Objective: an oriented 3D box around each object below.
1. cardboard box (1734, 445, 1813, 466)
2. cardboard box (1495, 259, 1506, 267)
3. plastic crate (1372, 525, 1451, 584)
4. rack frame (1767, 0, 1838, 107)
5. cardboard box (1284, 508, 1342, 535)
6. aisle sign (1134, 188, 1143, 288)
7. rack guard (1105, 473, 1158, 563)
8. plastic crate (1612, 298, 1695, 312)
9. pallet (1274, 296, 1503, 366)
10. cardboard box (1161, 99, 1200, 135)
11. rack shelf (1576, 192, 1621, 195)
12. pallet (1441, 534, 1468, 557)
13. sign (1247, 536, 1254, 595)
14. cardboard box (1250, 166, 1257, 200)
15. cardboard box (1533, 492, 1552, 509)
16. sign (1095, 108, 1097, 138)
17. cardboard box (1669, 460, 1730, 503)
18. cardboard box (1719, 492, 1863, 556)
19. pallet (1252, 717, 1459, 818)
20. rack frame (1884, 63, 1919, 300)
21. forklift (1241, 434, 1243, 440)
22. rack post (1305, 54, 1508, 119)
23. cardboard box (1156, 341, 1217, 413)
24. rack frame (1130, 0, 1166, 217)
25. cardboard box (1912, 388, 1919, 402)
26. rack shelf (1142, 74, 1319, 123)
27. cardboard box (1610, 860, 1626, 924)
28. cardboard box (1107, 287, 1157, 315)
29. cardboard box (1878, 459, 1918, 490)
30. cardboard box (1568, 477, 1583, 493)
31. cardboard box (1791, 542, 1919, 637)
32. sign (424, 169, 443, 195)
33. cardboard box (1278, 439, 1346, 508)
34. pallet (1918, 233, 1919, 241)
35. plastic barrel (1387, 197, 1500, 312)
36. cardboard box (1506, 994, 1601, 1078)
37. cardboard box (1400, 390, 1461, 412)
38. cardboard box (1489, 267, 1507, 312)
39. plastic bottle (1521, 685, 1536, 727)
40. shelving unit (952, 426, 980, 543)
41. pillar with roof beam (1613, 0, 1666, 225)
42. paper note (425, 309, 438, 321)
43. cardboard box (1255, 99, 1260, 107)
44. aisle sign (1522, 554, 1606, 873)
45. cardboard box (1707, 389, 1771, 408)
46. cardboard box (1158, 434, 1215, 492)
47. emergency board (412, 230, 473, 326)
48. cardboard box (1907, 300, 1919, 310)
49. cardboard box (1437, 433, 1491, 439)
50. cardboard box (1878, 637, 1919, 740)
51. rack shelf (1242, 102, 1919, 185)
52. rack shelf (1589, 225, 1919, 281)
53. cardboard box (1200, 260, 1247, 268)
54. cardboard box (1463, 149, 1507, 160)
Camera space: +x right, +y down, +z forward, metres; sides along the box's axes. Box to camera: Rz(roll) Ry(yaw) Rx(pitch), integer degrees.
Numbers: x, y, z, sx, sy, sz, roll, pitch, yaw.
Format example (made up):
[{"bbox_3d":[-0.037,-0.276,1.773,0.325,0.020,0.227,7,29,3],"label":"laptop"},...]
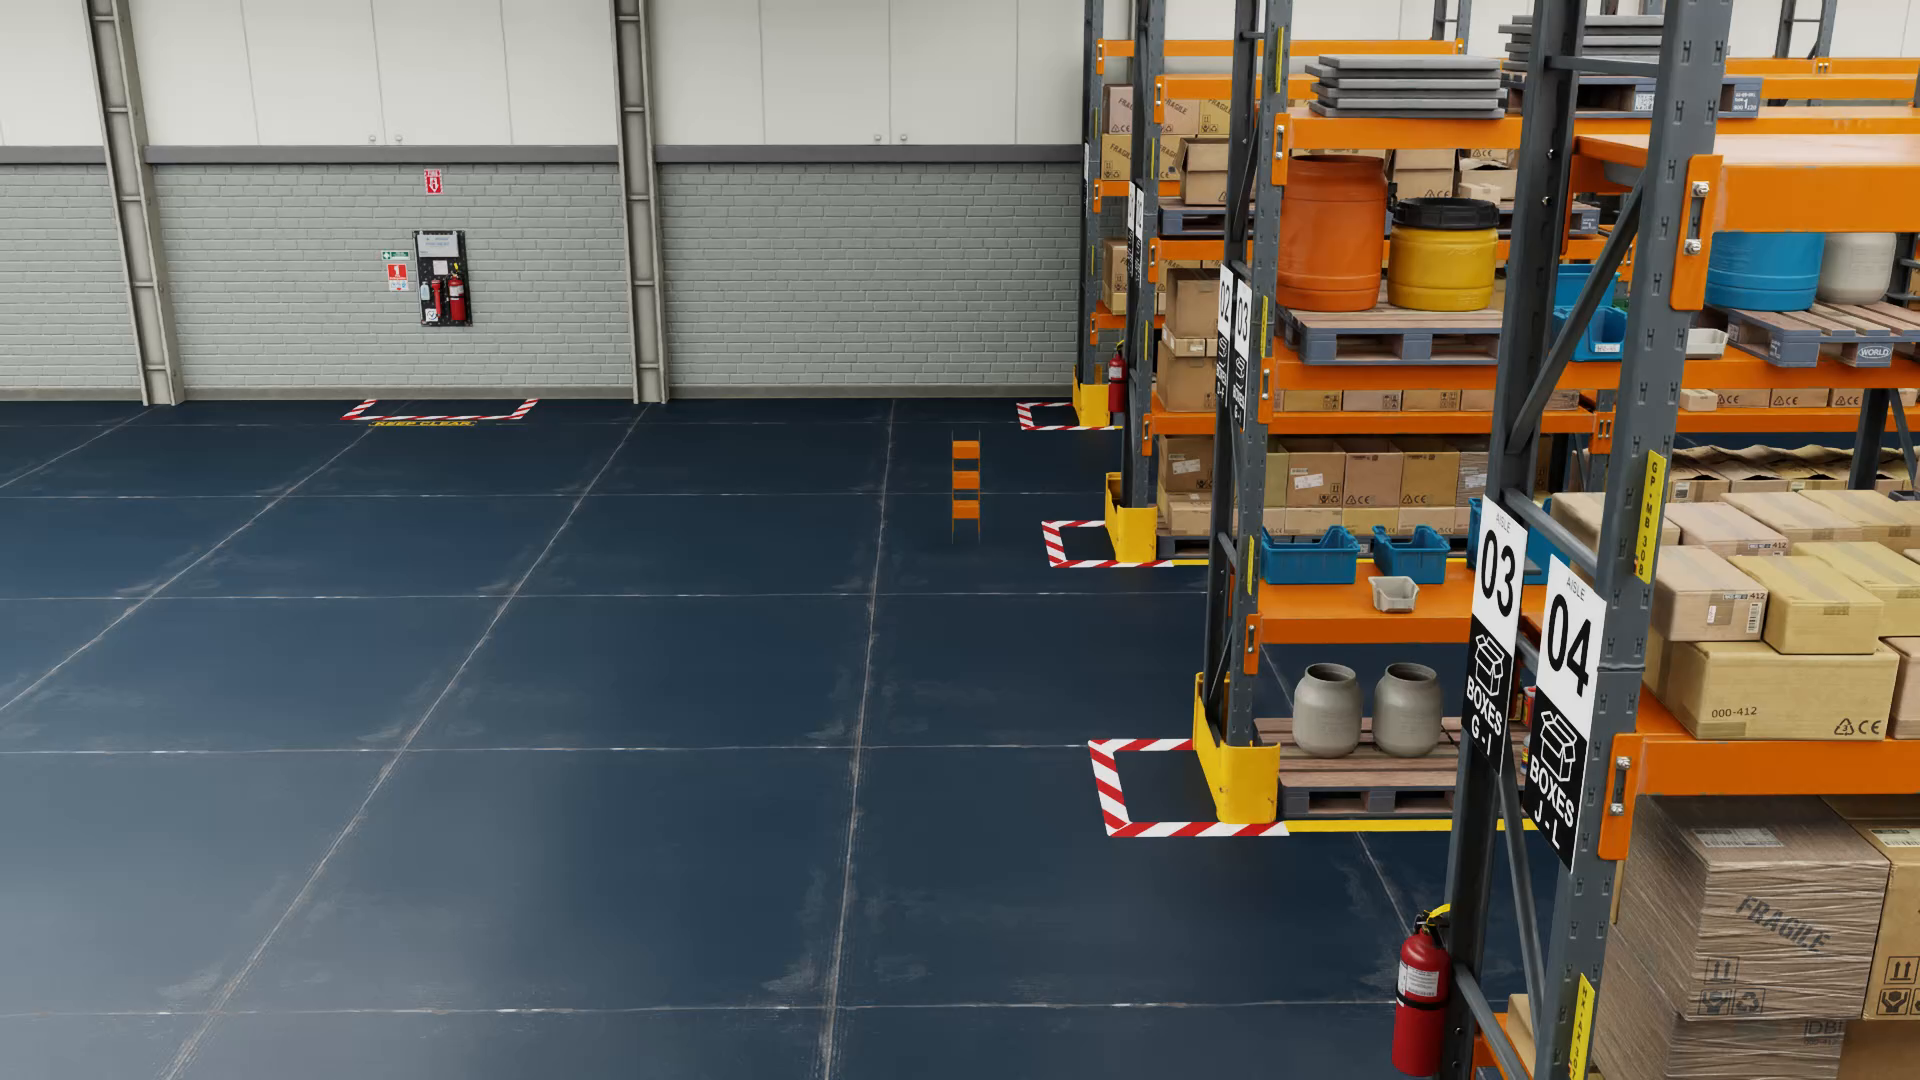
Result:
[{"bbox_3d":[7.492,-0.679,15.351,0.500,0.311,0.500,0,18,-2],"label":"cardboard box"},{"bbox_3d":[5.997,-3.186,19.388,0.500,0.500,0.700,0,18,-1],"label":"cardboard box"},{"bbox_3d":[2.790,0.084,10.322,0.408,0.251,0.499,0,18,-1],"label":"plastic crate"},{"bbox_3d":[9.487,-5.813,18.639,0.127,3.000,1.000,0,18,-1],"label":"rack frame"},{"bbox_3d":[3.109,-0.236,14.889,0.500,0.250,0.500,0,18,-1],"label":"cardboard box"},{"bbox_3d":[1.509,-2.549,14.029,0.004,0.787,0.394,0,18,-1],"label":"aisle sign"},{"bbox_3d":[1.546,-0.215,15.100,0.348,0.500,1.175,0,18,-1],"label":"rack guard"},{"bbox_3d":[4.062,-1.314,9.873,0.450,0.188,0.336,0,18,-1],"label":"plastic crate"},{"bbox_3d":[2.473,-1.205,9.493,1.213,0.211,1.003,0,18,-1],"label":"pallet"},{"bbox_3d":[2.379,-4.794,18.540,0.500,0.500,0.500,0,18,-1],"label":"cardboard box"},{"bbox_3d":[7.487,-4.033,19.177,4.000,0.370,1.077,0,18,-1],"label":"rack shelf"},{"bbox_3d":[4.774,-0.105,15.233,1.213,0.211,1.003,0,18,-1],"label":"pallet"},{"bbox_3d":[1.649,0.144,9.437,0.005,0.325,0.100,0,18,-1],"label":"sign"},{"bbox_3d":[2.717,-3.115,14.467,0.500,0.250,0.500,0,18,-1],"label":"cardboard box"},{"bbox_3d":[5.109,-0.246,14.920,0.500,0.250,0.500,0,18,-1],"label":"cardboard box"},{"bbox_3d":[1.497,-4.597,18.327,0.005,0.325,0.100,0,18,-1],"label":"sign"},{"bbox_3d":[6.487,-0.509,14.821,0.500,0.311,0.500,0,18,-2],"label":"cardboard box"},{"bbox_3d":[2.529,-0.023,5.093,0.250,0.149,0.380,-1,18,-3],"label":"cardboard box"},{"bbox_3d":[2.532,1.419,10.482,1.213,0.211,1.003,0,18,-1],"label":"pallet"},{"bbox_3d":[5.644,-2.768,9.147,0.127,3.000,1.000,0,18,-1],"label":"rack frame"},{"bbox_3d":[4.071,-2.132,17.096,3.031,2.935,1.130,-1,18,-5],"label":"forklift"},{"bbox_3d":[2.402,-2.475,9.053,0.954,0.300,0.937,2,18,5],"label":"rack post"},{"bbox_3d":[2.037,-1.451,14.699,0.500,0.500,0.700,0,18,-1],"label":"cardboard box"},{"bbox_3d":[1.570,-4.262,13.803,0.127,3.000,1.000,0,18,-1],"label":"rack frame"},{"bbox_3d":[8.672,-1.456,15.024,0.500,0.311,0.500,0,18,-2],"label":"cardboard box"},{"bbox_3d":[3.570,-3.738,14.004,4.000,0.370,1.077,0,18,-1],"label":"rack shelf"},{"bbox_3d":[2.269,0.877,5.317,0.500,0.500,0.500,0,18,-1],"label":"cardboard box"},{"bbox_3d":[1.981,-2.761,19.160,0.500,0.250,0.500,-1,18,-2],"label":"cardboard box"},{"bbox_3d":[8.530,-0.519,14.853,0.500,0.311,0.500,-1,18,-2],"label":"cardboard box"},{"bbox_3d":[5.979,-0.405,15.417,0.500,0.250,0.500,0,18,-1],"label":"cardboard box"},{"bbox_3d":[2.513,0.133,4.608,0.250,0.149,0.380,-1,18,-2],"label":"cardboard box"},{"bbox_3d":[-6.306,-4.290,19.919,0.199,0.298,0.001,0,18,-1],"label":"sign"},{"bbox_3d":[3.109,-0.597,14.786,0.500,0.500,0.500,0,18,-1],"label":"cardboard box"},{"bbox_3d":[7.774,-2.745,14.295,1.213,0.211,1.003,1,18,2],"label":"pallet"},{"bbox_3d":[2.782,-1.654,9.590,0.600,0.588,0.600,0,18,0],"label":"plastic barrel"},{"bbox_3d":[2.004,1.676,5.526,0.250,0.149,0.380,0,18,-1],"label":"cardboard box"},{"bbox_3d":[4.097,-1.462,14.733,0.500,0.500,0.700,0,18,0],"label":"cardboard box"},{"bbox_3d":[4.621,-2.083,14.544,0.500,0.500,0.700,0,18,-1],"label":"cardboard box"},{"bbox_3d":[3.726,1.060,10.774,0.135,0.276,0.152,0,18,0],"label":"plastic bottle"},{"bbox_3d":[0.053,-0.500,15.090,0.252,1.050,0.215,0,18,-1],"label":"shelving unit"},{"bbox_3d":[8.241,-4.756,15.344,0.400,9.000,9.100,0,18,-1],"label":"pillar with roof beam"},{"bbox_3d":[-6.475,-2.757,20.376,0.142,0.148,0.016,0,18,-1],"label":"paper note"},{"bbox_3d":[3.457,-4.963,19.067,0.500,0.500,0.500,0,18,-1],"label":"cardboard box"},{"bbox_3d":[1.665,0.475,4.604,0.004,0.787,0.394,0,18,-1],"label":"aisle sign"},{"bbox_3d":[6.864,-1.473,14.768,0.500,0.500,0.500,1,18,3],"label":"cardboard box"},{"bbox_3d":[2.101,-0.746,15.252,0.500,0.500,0.500,0,18,-1],"label":"cardboard box"},{"bbox_3d":[-6.296,-3.156,20.178,0.643,1.169,0.194,0,18,-1],"label":"emergency board"},{"bbox_3d":[11.106,-2.792,19.421,0.250,0.149,0.380,0,18,0],"label":"cardboard box"},{"bbox_3d":[4.601,-0.761,15.297,0.500,0.500,0.500,0,18,-1],"label":"cardboard box"},{"bbox_3d":[2.724,0.336,4.627,0.500,0.250,0.500,-1,18,-2],"label":"cardboard box"},{"bbox_3d":[3.644,-2.225,9.288,4.000,0.370,1.077,0,18,-1],"label":"rack shelf"},{"bbox_3d":[7.569,-2.520,14.461,4.000,0.370,1.077,0,18,-1],"label":"rack shelf"},{"bbox_3d":[2.981,-3.123,19.061,0.500,0.500,0.500,-1,18,-3],"label":"cardboard box"},{"bbox_3d":[6.035,-4.591,18.890,0.500,0.500,0.500,2,18,7],"label":"cardboard box"}]
